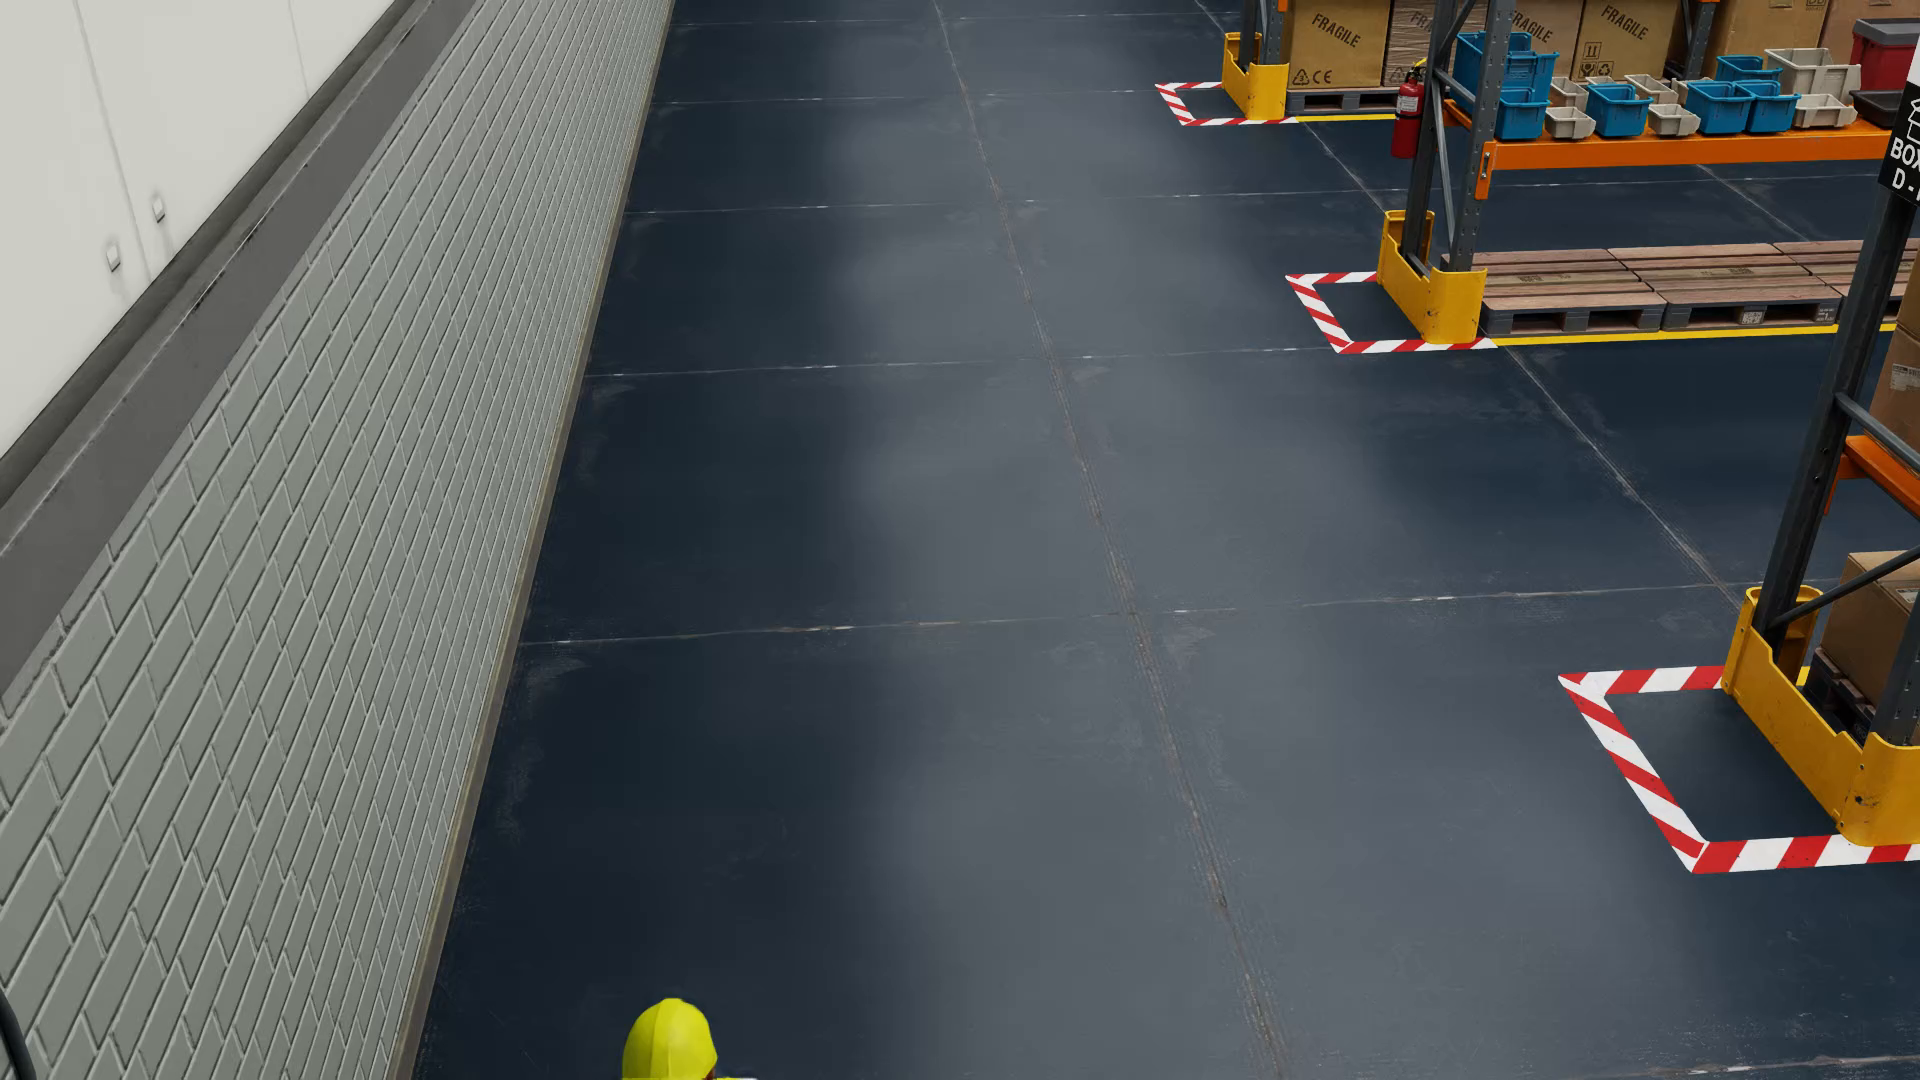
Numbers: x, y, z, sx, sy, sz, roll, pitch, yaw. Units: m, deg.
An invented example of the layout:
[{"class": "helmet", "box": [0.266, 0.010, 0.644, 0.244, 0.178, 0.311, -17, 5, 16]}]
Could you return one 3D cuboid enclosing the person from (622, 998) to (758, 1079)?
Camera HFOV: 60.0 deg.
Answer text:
[{"class": "person", "box": [-0.677, 1.818, 4.053, 0.570, 1.729, 1.021, 2, 31, 3]}]
